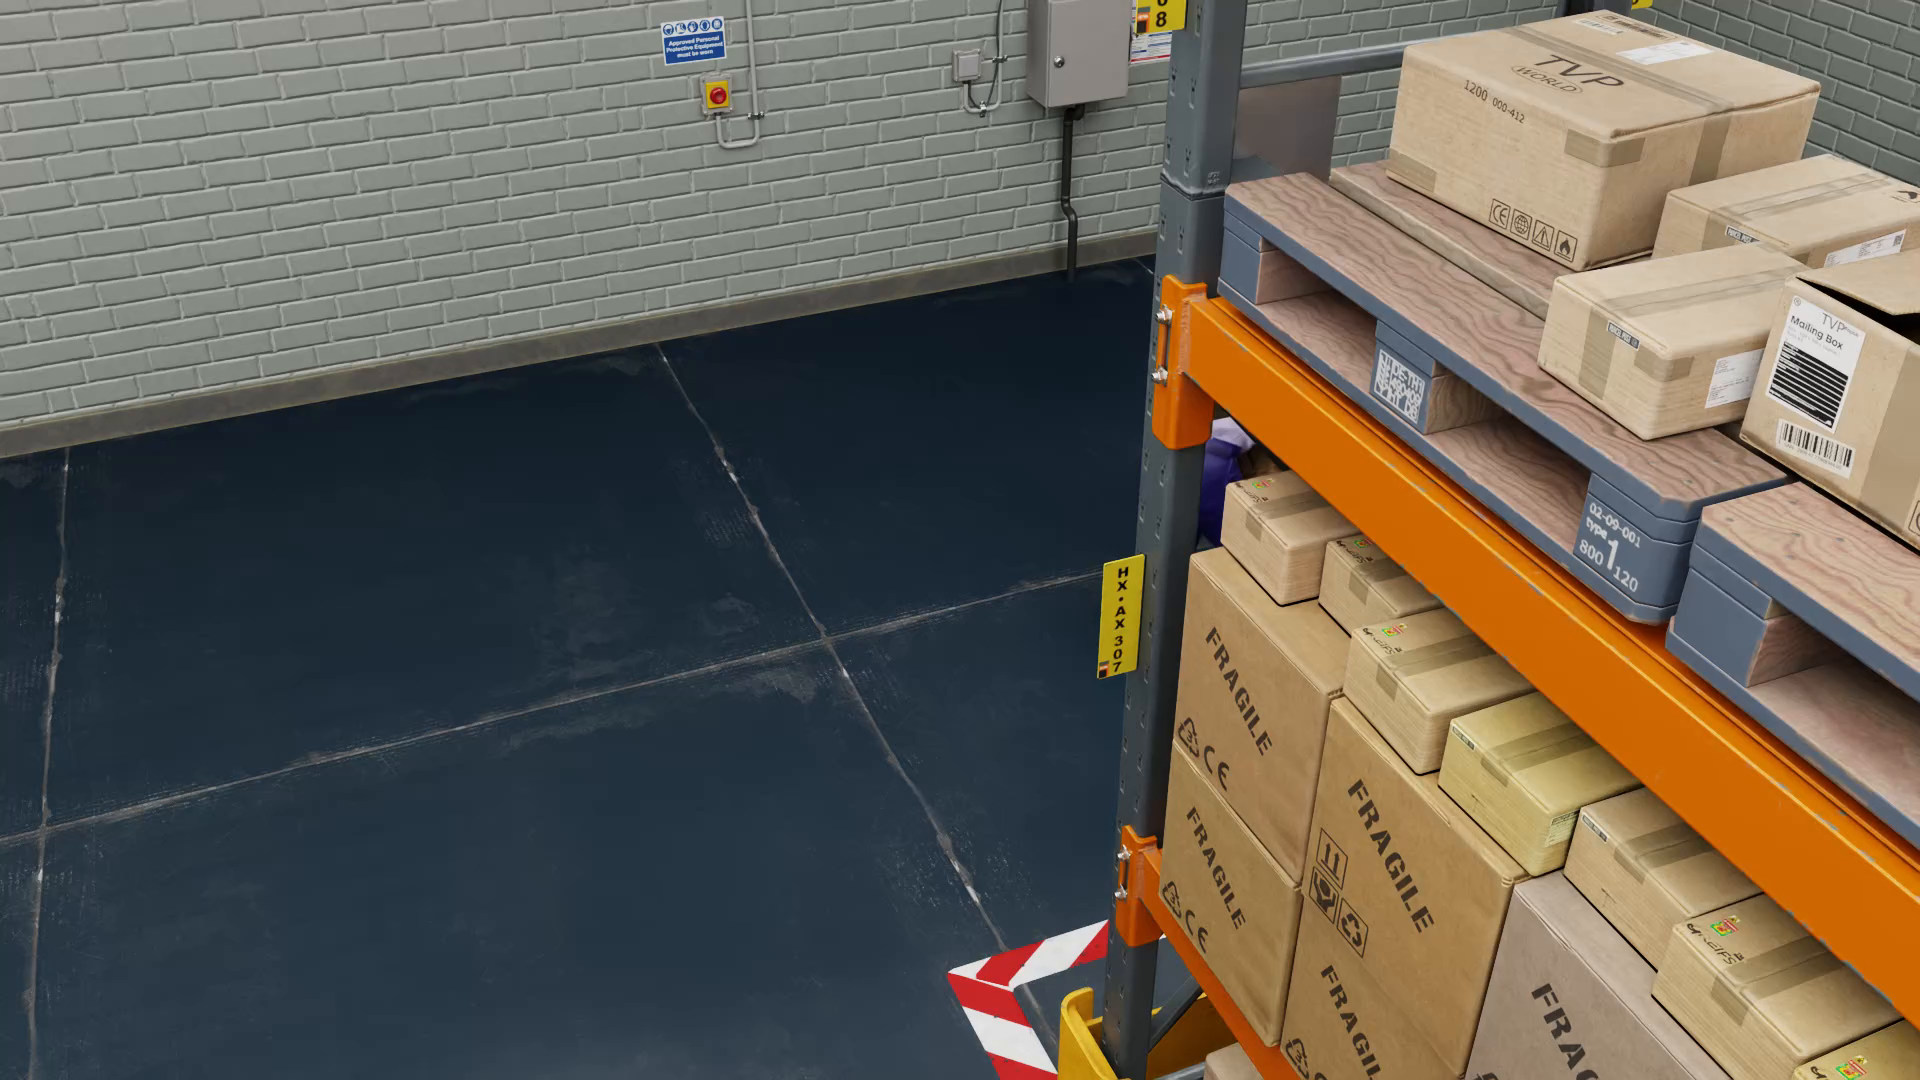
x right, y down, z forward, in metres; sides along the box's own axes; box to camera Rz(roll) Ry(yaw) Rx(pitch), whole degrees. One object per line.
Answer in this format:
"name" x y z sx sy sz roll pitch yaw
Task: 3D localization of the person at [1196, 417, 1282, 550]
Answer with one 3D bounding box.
"person" 1.115 -0.281 6.774 0.729 1.436 0.455 -14 36 -20
